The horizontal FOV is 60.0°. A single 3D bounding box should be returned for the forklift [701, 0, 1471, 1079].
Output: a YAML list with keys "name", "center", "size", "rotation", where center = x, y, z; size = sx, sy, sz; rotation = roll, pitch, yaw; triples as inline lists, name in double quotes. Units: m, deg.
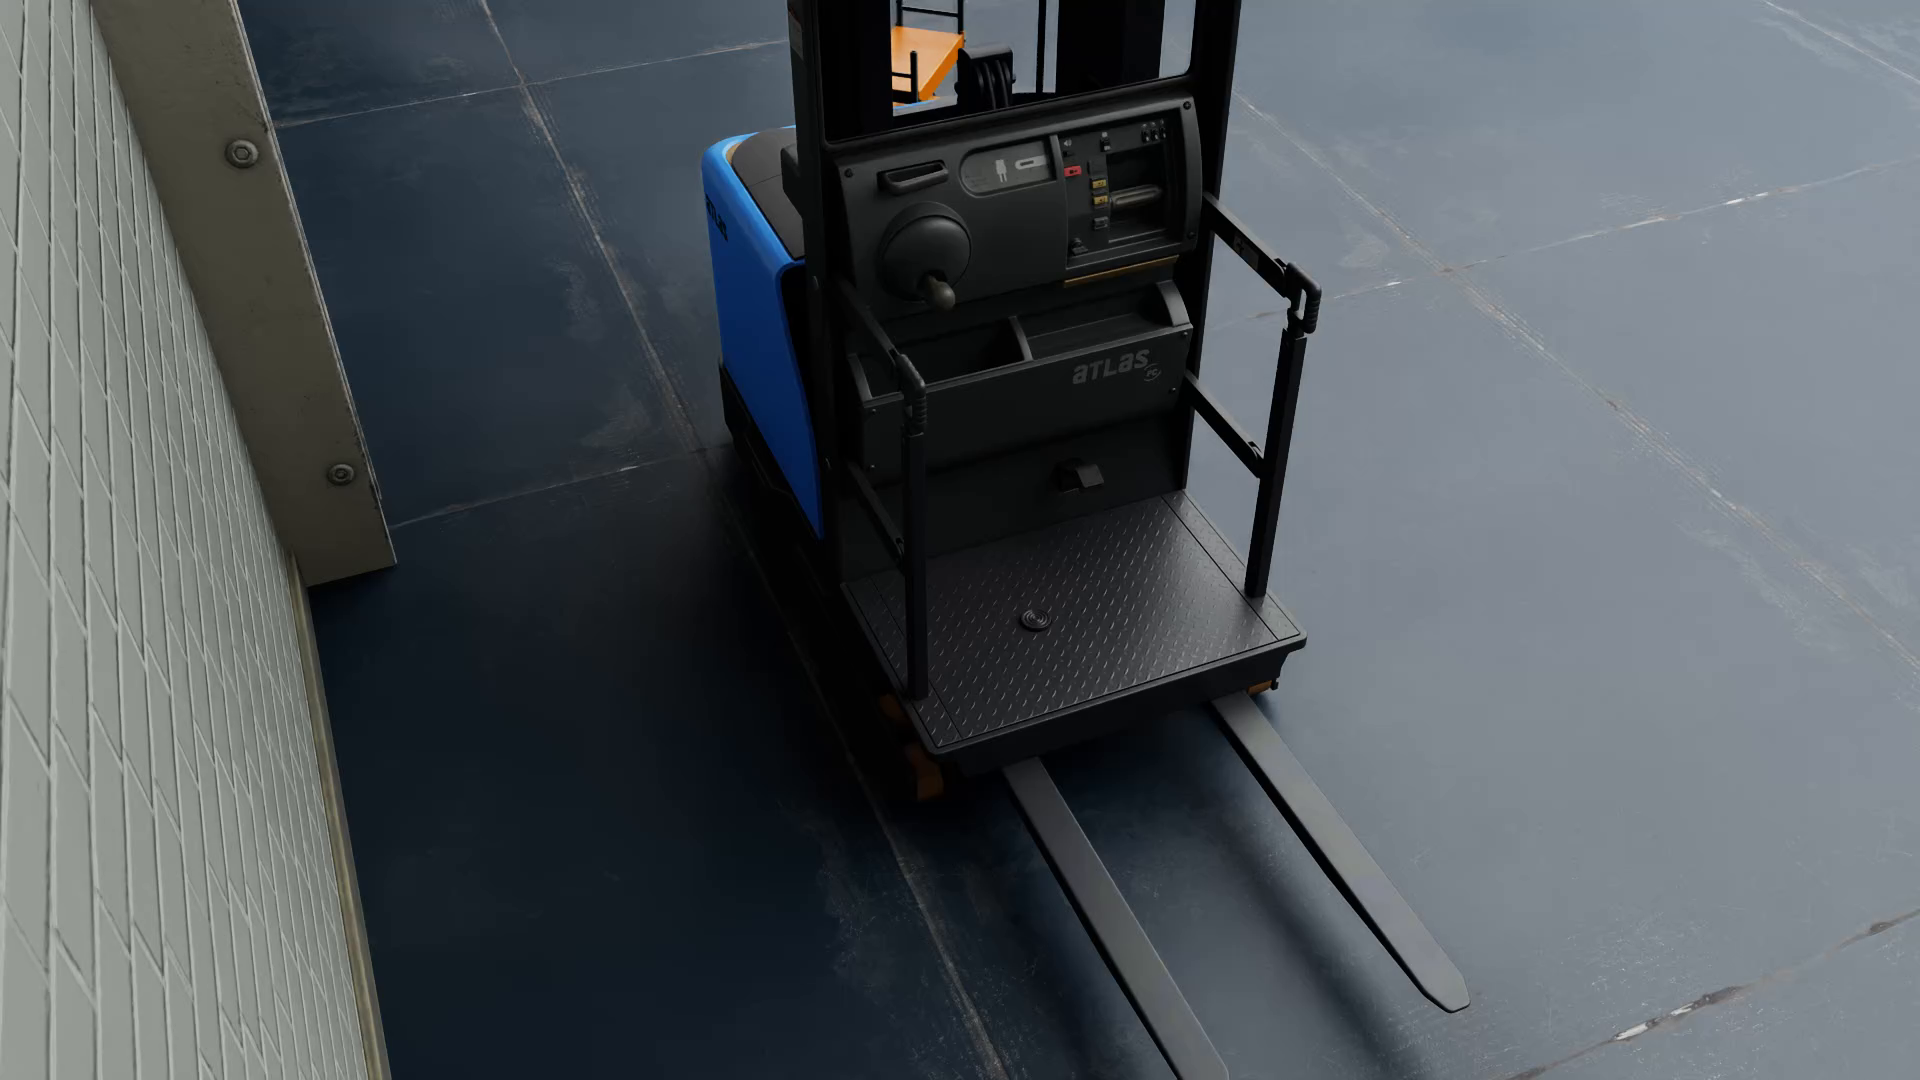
- name: "forklift"
  center: [0.245, -0.733, 3.854]
  size: [1.130, 2.935, 3.031]
  rotation: [-15, 43, -17]

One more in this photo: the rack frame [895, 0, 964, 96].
- name: "rack frame"
  center: [-0.103, -1.394, 5.951]
  size: [0.240, 1.200, 0.015]
  rotation: [12, 42, 13]

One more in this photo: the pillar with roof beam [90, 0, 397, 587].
- name: "pillar with roof beam"
  center: [2.011, -4.492, 3.572]
  size: [9.100, 9.000, 0.400]
  rotation: [-15, 43, -17]

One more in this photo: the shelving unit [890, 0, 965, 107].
- name: "shelving unit"
  center: [-0.177, -1.242, 5.775]
  size: [0.258, 1.200, 0.503]
  rotation: [12, 42, 13]

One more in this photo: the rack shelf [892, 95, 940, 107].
- name: "rack shelf"
  center: [-0.177, -1.361, 5.673]
  size: [0.258, 0.148, 0.480]
  rotation: [12, 42, 13]

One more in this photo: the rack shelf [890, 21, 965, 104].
- name: "rack shelf"
  center: [-0.177, -1.540, 5.518]
  size: [0.258, 0.148, 0.480]
  rotation: [12, 42, 13]

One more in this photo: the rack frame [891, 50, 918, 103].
- name: "rack frame"
  center: [-0.250, -1.091, 5.598]
  size: [0.240, 1.200, 0.015]
  rotation: [12, 42, 13]
